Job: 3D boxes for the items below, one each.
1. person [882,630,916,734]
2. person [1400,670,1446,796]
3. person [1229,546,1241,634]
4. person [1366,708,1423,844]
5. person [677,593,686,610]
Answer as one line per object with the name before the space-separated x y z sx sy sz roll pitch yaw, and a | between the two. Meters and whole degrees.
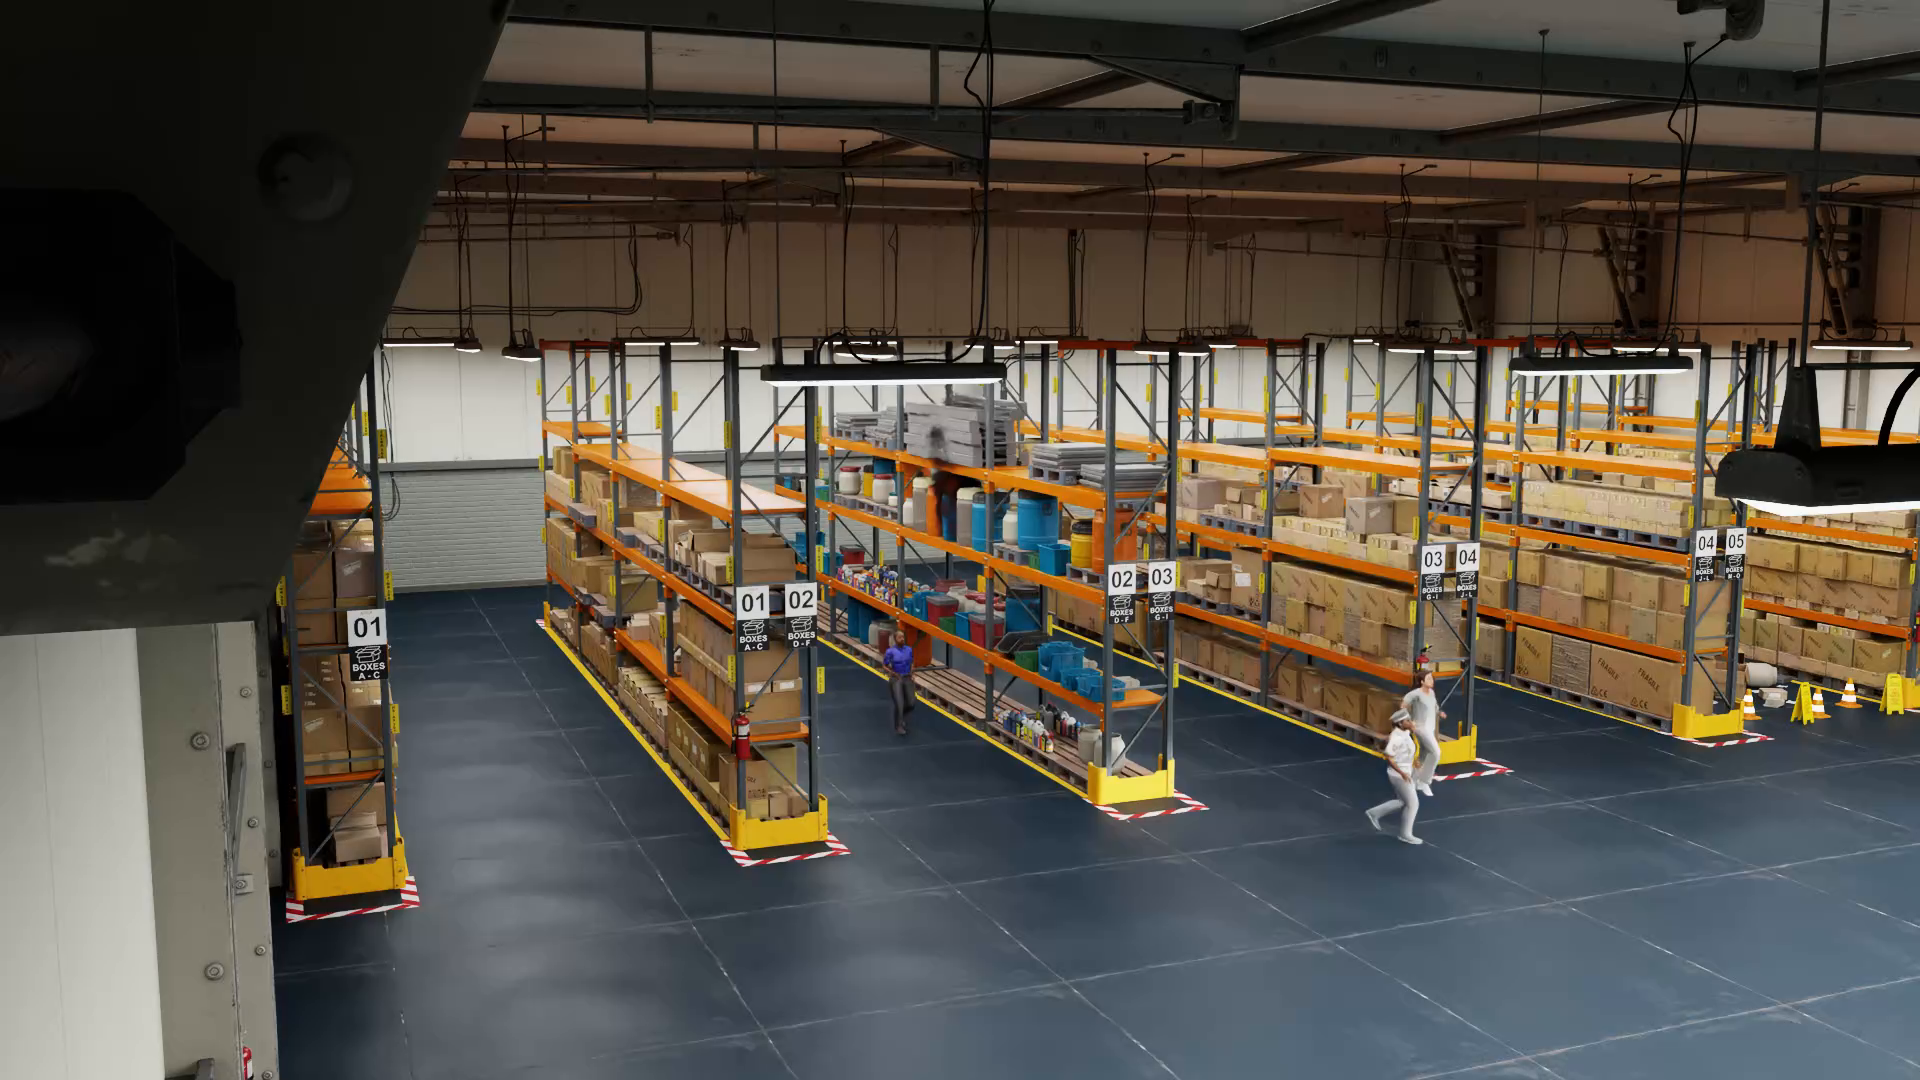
person | -0.905 2.198 25.692 0.571 1.608 0.572 -3 8 -23
person | 6.330 2.617 22.582 0.557 1.639 0.575 -7 10 -43
person | 5.741 1.018 34.067 0.641 1.785 0.701 -5 9 -34
person | 5.339 2.873 20.378 0.693 1.692 0.576 2 8 17
person | -5.616 1.060 34.071 0.697 1.729 0.673 -5 9 -36
